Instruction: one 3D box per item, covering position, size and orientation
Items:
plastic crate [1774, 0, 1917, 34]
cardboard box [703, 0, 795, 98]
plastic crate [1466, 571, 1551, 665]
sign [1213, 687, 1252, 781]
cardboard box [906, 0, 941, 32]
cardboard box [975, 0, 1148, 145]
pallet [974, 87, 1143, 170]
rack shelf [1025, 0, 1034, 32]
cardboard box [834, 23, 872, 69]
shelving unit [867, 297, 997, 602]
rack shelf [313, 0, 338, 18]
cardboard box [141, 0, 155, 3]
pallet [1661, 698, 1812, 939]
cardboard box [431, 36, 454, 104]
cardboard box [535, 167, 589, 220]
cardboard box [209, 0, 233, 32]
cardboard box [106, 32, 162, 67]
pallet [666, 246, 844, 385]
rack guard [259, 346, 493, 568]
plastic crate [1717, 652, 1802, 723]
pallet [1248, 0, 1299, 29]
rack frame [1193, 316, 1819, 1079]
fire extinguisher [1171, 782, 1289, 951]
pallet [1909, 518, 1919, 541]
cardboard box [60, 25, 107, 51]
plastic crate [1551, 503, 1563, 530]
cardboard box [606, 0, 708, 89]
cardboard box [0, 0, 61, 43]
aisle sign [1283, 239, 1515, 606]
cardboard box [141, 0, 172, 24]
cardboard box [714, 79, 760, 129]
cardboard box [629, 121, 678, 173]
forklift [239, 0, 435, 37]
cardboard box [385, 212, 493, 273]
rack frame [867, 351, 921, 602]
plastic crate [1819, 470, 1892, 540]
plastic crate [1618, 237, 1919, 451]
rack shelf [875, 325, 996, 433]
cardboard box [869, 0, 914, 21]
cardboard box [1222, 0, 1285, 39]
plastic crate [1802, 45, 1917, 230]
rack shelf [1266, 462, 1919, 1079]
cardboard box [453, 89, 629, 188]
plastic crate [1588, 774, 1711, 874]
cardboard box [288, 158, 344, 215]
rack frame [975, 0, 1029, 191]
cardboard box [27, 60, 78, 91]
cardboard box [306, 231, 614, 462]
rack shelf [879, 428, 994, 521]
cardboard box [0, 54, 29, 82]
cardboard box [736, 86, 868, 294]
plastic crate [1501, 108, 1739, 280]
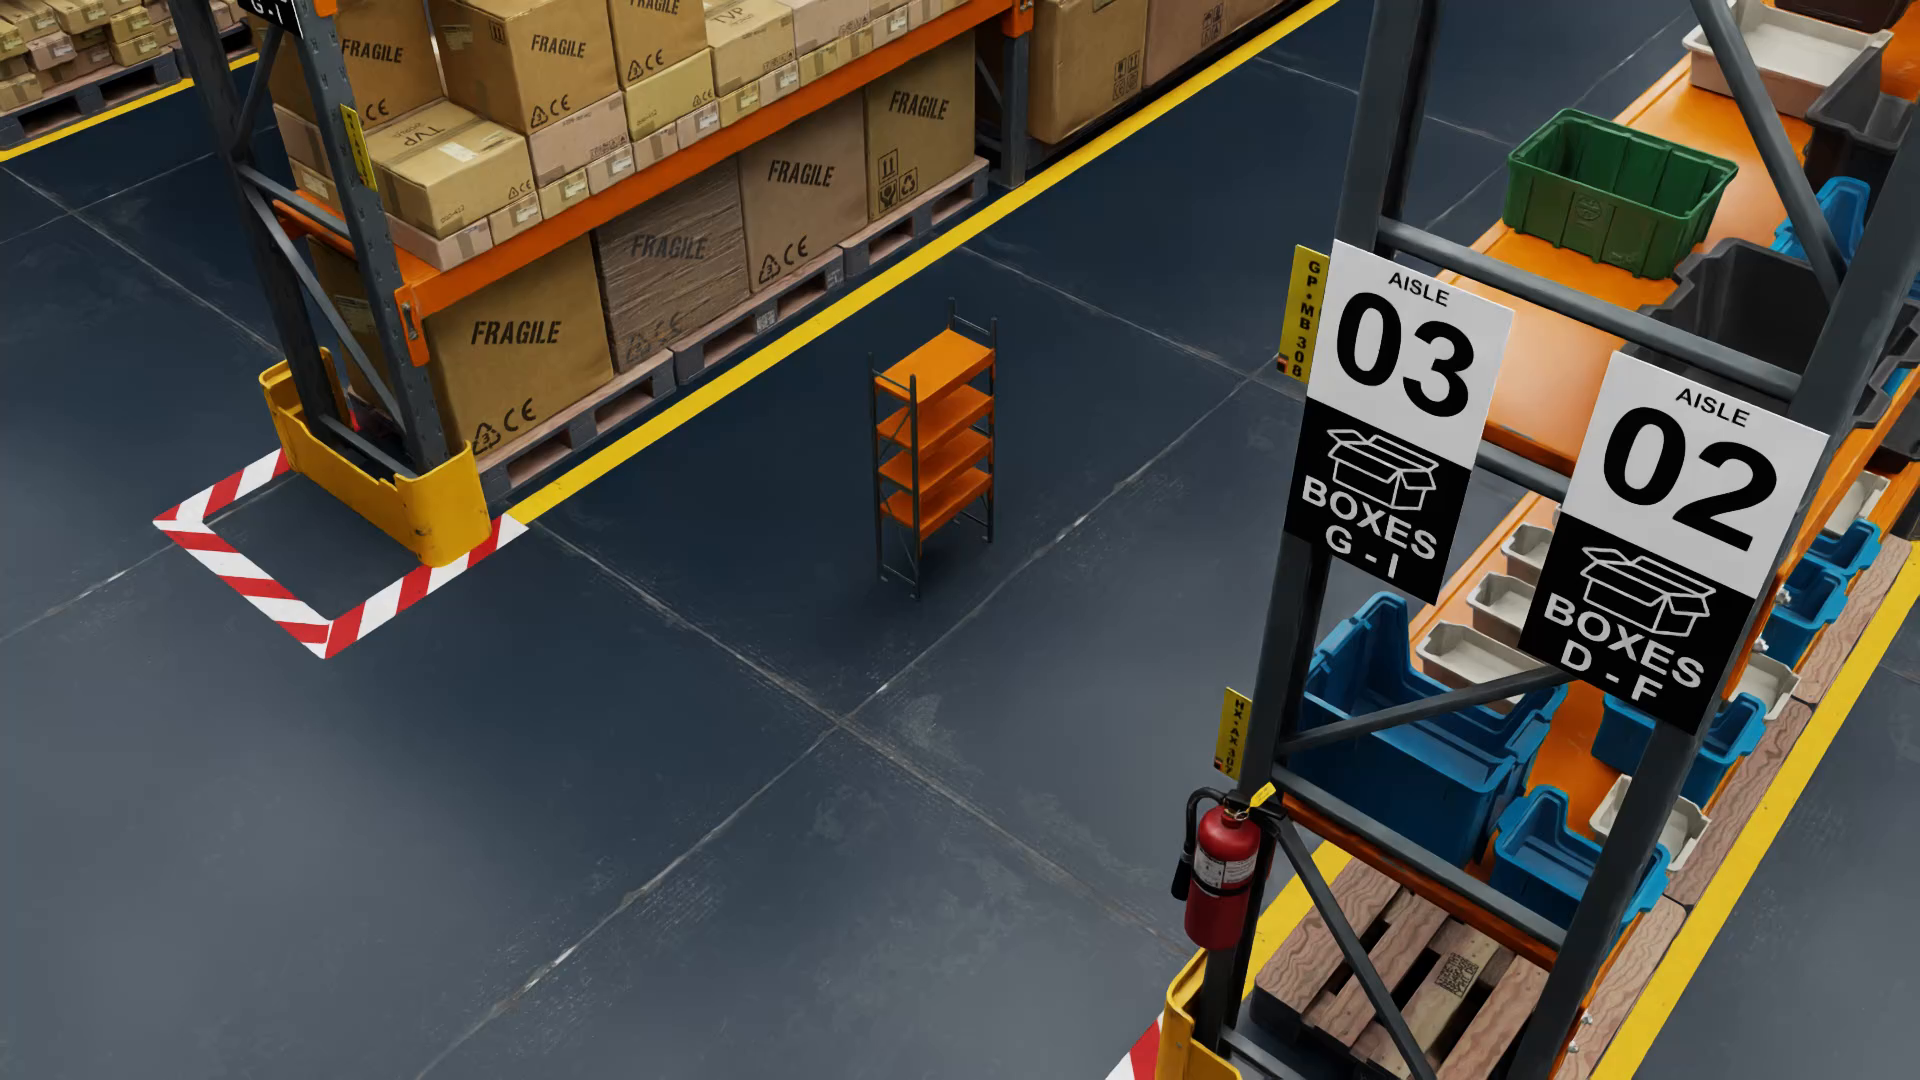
[{"bbox_3d":[2.741,-1.778,5.026,0.497,0.269,0.590,29,50,28],"label":"plastic crate"},{"bbox_3d":[-1.112,-2.306,7.629,0.500,0.250,0.500,29,49,28],"label":"cardboard box"},{"bbox_3d":[1.760,0.256,5.072,0.396,0.136,0.243,29,50,28],"label":"plastic crate"},{"bbox_3d":[0.745,0.532,4.496,0.100,0.325,0.005,29,50,28],"label":"sign"},{"bbox_3d":[-0.317,-2.726,8.387,0.380,0.149,0.250,29,50,28],"label":"cardboard box"},{"bbox_3d":[0.356,-3.090,9.868,1.225,0.875,0.875,30,50,29],"label":"cardboard box"},{"bbox_3d":[0.398,-2.780,10.333,1.003,0.211,1.213,29,50,28],"label":"pallet"},{"bbox_3d":[1.247,-4.146,10.297,1.077,0.370,4.000,29,50,28],"label":"rack shelf"},{"bbox_3d":[-0.648,-2.460,8.095,0.380,0.149,0.250,30,50,29],"label":"cardboard box"},{"bbox_3d":[-0.107,-0.359,6.935,0.258,1.200,0.503,29,50,28],"label":"shelving unit"},{"bbox_3d":[-1.328,-3.196,7.022,1.077,0.370,4.000,29,50,28],"label":"rack shelf"},{"bbox_3d":[-5.121,-3.536,10.456,0.380,0.149,0.250,32,51,30],"label":"cardboard box"},{"bbox_3d":[2.522,0.820,6.373,1.003,0.211,1.213,29,50,28],"label":"pallet"},{"bbox_3d":[-2.179,-2.002,7.295,0.500,0.250,0.500,29,50,28],"label":"cardboard box"},{"bbox_3d":[-1.805,-1.534,7.077,0.380,0.149,0.250,28,49,28],"label":"cardboard box"},{"bbox_3d":[-4.937,-3.402,10.751,0.380,0.149,0.250,27,49,27],"label":"cardboard box"},{"bbox_3d":[-5.255,-3.139,10.462,0.380,0.149,0.250,30,50,29],"label":"cardboard box"},{"bbox_3d":[-1.375,-1.362,8.773,1.003,0.211,1.213,29,50,28],"label":"pallet"},{"bbox_3d":[-2.630,-0.385,7.484,1.175,0.500,0.348,29,50,28],"label":"rack guard"},{"bbox_3d":[2.293,0.434,4.877,0.250,0.136,0.298,29,50,28],"label":"plastic crate"},{"bbox_3d":[1.969,-4.037,11.715,1.003,0.211,1.213,29,50,28],"label":"pallet"},{"bbox_3d":[1.176,0.822,4.299,1.000,3.000,0.127,29,50,28],"label":"rack frame"},{"bbox_3d":[0.731,0.869,4.581,0.296,0.674,0.183,29,50,28],"label":"fire extinguisher"},{"bbox_3d":[4.279,-0.585,7.919,1.003,0.211,1.213,29,50,28],"label":"pallet"},{"bbox_3d":[-5.503,-3.172,10.277,0.380,0.149,0.250,30,50,29],"label":"cardboard box"},{"bbox_3d":[2.097,-0.058,5.418,0.298,0.136,0.250,29,50,28],"label":"plastic crate"},{"bbox_3d":[-1.449,-2.312,7.078,0.500,0.500,0.500,28,49,27],"label":"cardboard box"},{"bbox_3d":[-5.664,-3.159,10.042,0.380,0.149,0.250,30,50,29],"label":"cardboard box"},{"bbox_3d":[0.906,-0.230,3.523,0.394,0.787,0.004,29,50,28],"label":"aisle sign"},{"bbox_3d":[-5.157,-3.435,10.566,0.380,0.149,0.250,27,49,27],"label":"cardboard box"},{"bbox_3d":[-1.145,-2.062,7.657,0.380,0.149,0.250,28,49,27],"label":"cardboard box"},{"bbox_3d":[-1.474,-1.799,7.368,0.380,0.149,0.250,29,49,28],"label":"cardboard box"},{"bbox_3d":[-3.487,-3.749,9.376,1.130,2.935,3.031,-31,50,-29],"label":"forklift"},{"bbox_3d":[-2.134,-1.269,6.785,0.380,0.149,0.250,30,50,29],"label":"cardboard box"},{"bbox_3d":[-0.264,-0.233,6.797,0.240,1.200,0.015,29,50,28],"label":"rack frame"},{"bbox_3d":[2.860,-0.136,5.503,0.293,0.136,0.466,29,50,28],"label":"plastic crate"},{"bbox_3d":[1.637,-0.317,3.419,0.497,0.269,0.590,29,50,28],"label":"plastic crate"},{"bbox_3d":[-0.107,-0.649,6.671,0.258,0.148,0.480,29,50,28],"label":"rack shelf"},{"bbox_3d":[-0.455,-2.828,8.203,0.500,0.250,0.500,31,51,30],"label":"cardboard box"},{"bbox_3d":[1.494,-4.009,10.879,1.225,0.875,0.875,30,50,29],"label":"cardboard box"},{"bbox_3d":[2.370,-0.933,4.045,0.504,0.338,0.767,29,50,28],"label":"plastic crate"},{"bbox_3d":[2.463,0.058,5.673,1.077,0.370,4.000,29,50,28],"label":"rack shelf"},{"bbox_3d":[-1.770,-1.778,7.048,0.500,0.250,0.500,29,50,28],"label":"cardboard box"},{"bbox_3d":[1.857,0.783,4.492,0.250,0.136,0.298,29,50,28],"label":"plastic crate"},{"bbox_3d":[-2.638,-1.555,7.100,0.380,0.149,0.250,30,50,29],"label":"cardboard box"},{"bbox_3d":[-0.041,-3.382,8.922,1.000,3.000,0.127,29,50,28],"label":"rack frame"},{"bbox_3d":[-5.658,-2.924,10.225,0.380,0.149,0.250,29,50,28],"label":"cardboard box"},{"bbox_3d":[-2.264,-1.056,7.631,0.875,0.875,0.875,29,50,28],"label":"cardboard box"},{"bbox_3d":[-0.107,-0.309,6.980,0.258,0.148,0.480,29,50,28],"label":"rack shelf"},{"bbox_3d":[-5.812,-2.891,9.968,0.380,0.149,0.250,32,51,30],"label":"cardboard box"},{"bbox_3d":[-1.106,-1.983,8.650,0.875,0.875,0.875,29,50,28],"label":"cardboard box"},{"bbox_3d":[1.592,-0.841,4.055,0.450,0.188,0.336,29,50,28],"label":"plastic crate"}]
